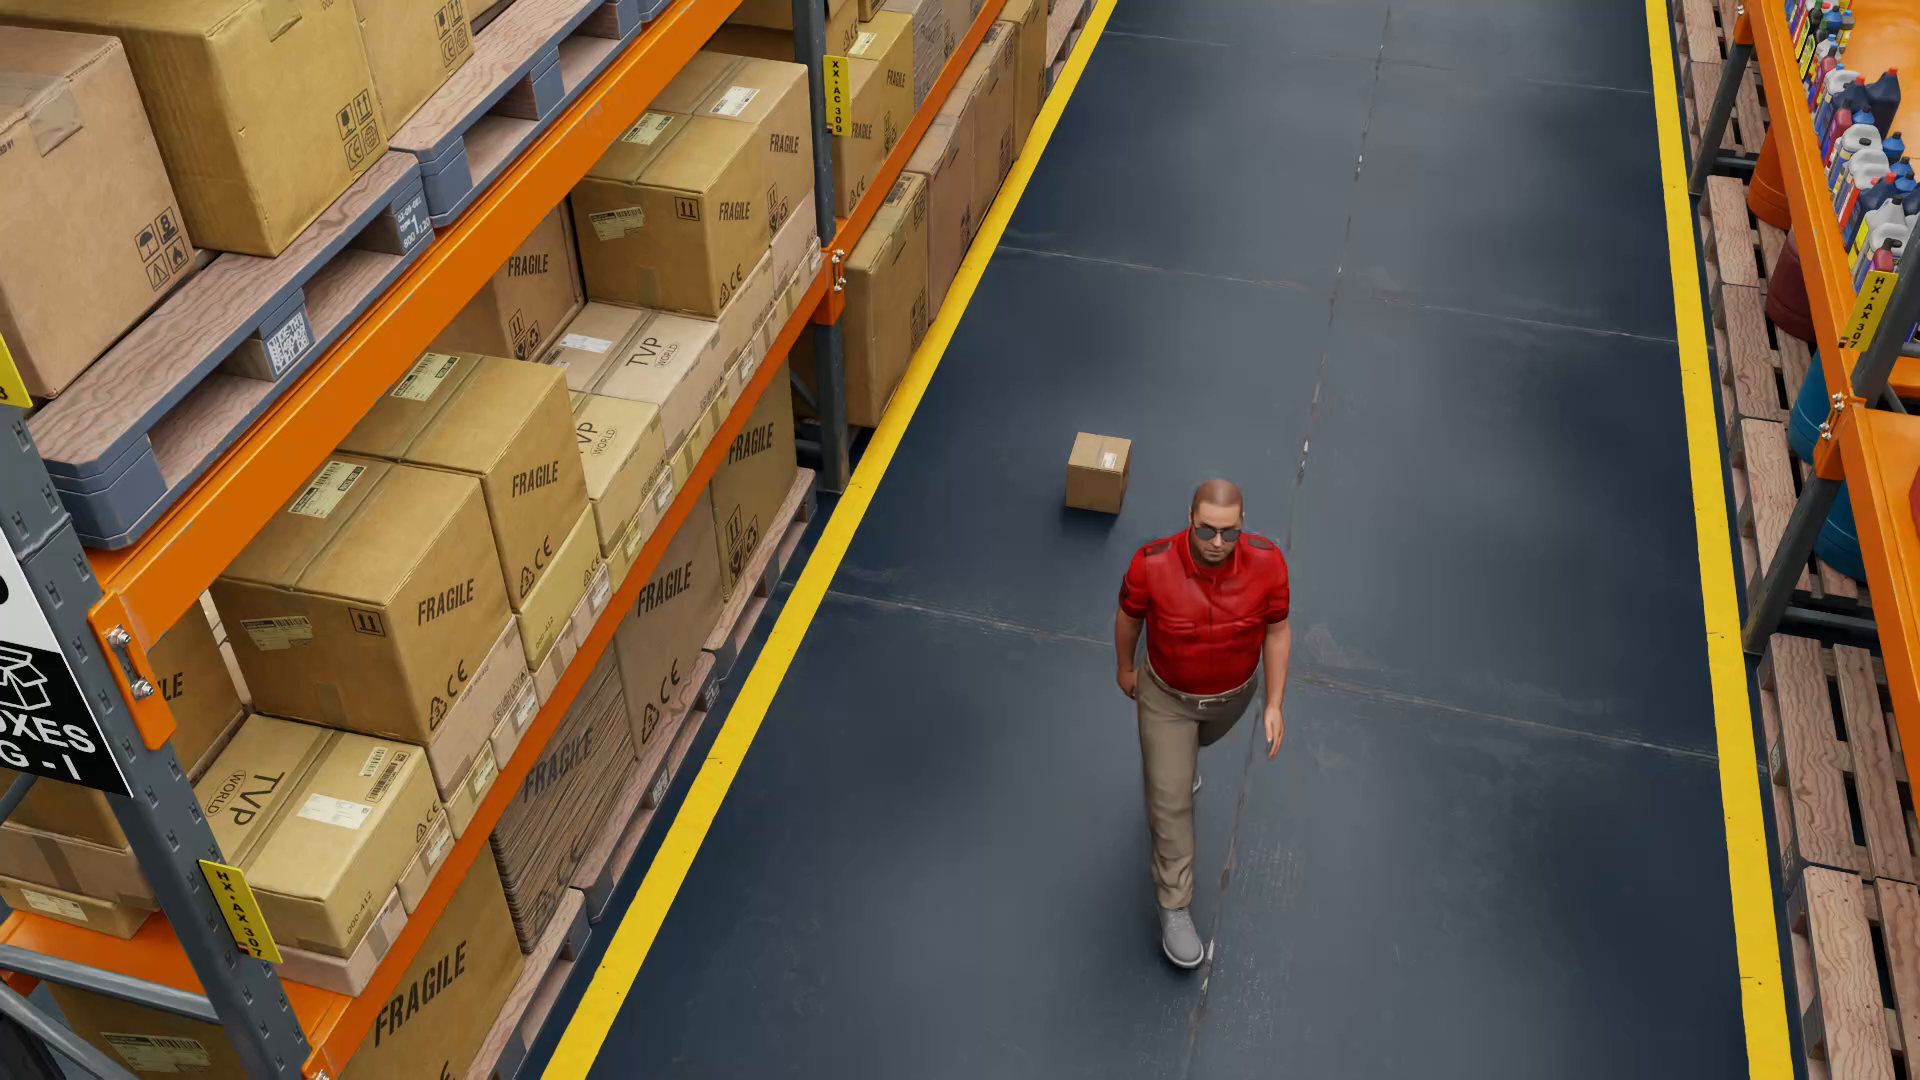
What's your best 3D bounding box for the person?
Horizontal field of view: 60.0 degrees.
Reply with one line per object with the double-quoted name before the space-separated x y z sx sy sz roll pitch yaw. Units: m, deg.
"person" 0.814 0.509 5.569 0.544 1.663 1.071 -6 41 -7
